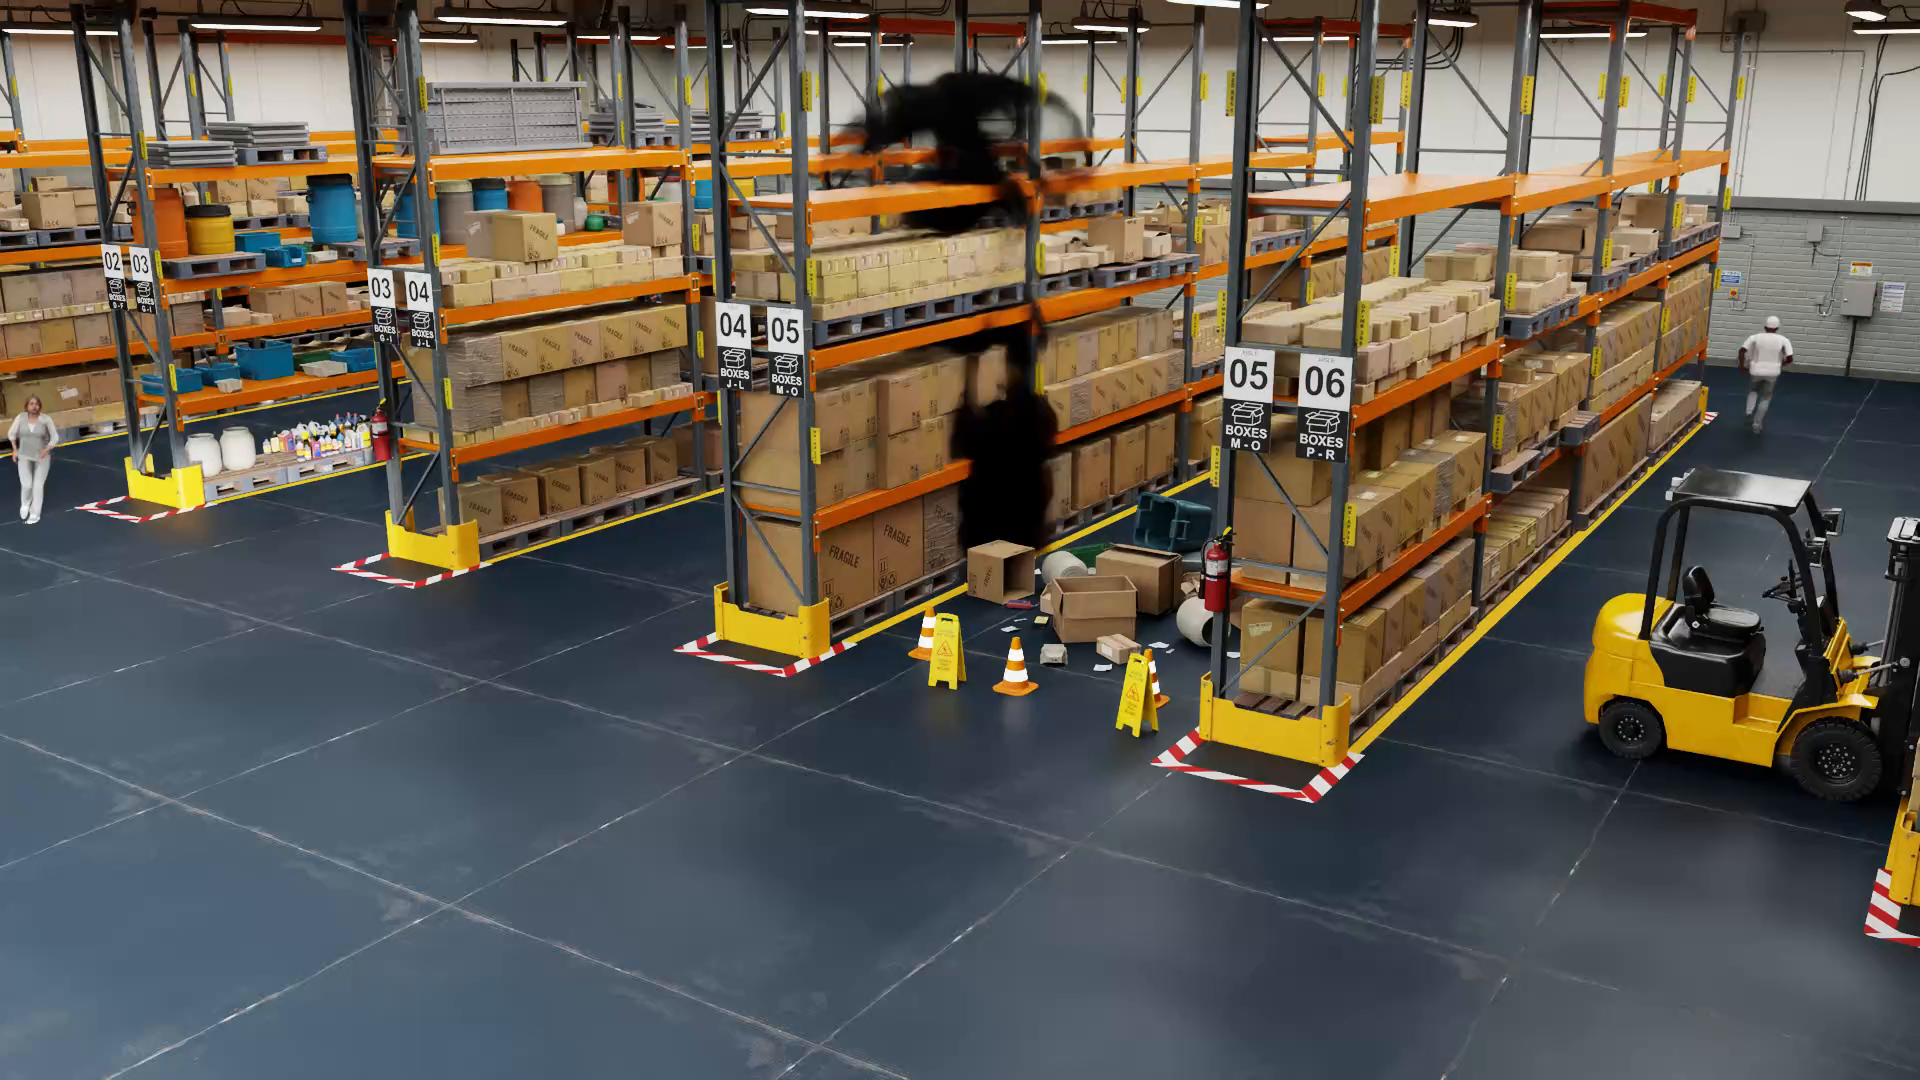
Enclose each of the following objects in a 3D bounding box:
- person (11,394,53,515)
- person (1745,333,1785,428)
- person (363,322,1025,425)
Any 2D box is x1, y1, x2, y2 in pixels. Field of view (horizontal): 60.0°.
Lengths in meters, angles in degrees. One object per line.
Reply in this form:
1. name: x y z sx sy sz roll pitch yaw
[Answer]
1. person: -10.992 -0.974 19.755 0.483 1.459 0.482 -7 17 -25
2. person: 12.094 -2.415 25.009 0.435 1.420 0.581 10 18 32
3. person: -3.625 -2.323 23.433 8.885 1.794 4.294 8 17 26
